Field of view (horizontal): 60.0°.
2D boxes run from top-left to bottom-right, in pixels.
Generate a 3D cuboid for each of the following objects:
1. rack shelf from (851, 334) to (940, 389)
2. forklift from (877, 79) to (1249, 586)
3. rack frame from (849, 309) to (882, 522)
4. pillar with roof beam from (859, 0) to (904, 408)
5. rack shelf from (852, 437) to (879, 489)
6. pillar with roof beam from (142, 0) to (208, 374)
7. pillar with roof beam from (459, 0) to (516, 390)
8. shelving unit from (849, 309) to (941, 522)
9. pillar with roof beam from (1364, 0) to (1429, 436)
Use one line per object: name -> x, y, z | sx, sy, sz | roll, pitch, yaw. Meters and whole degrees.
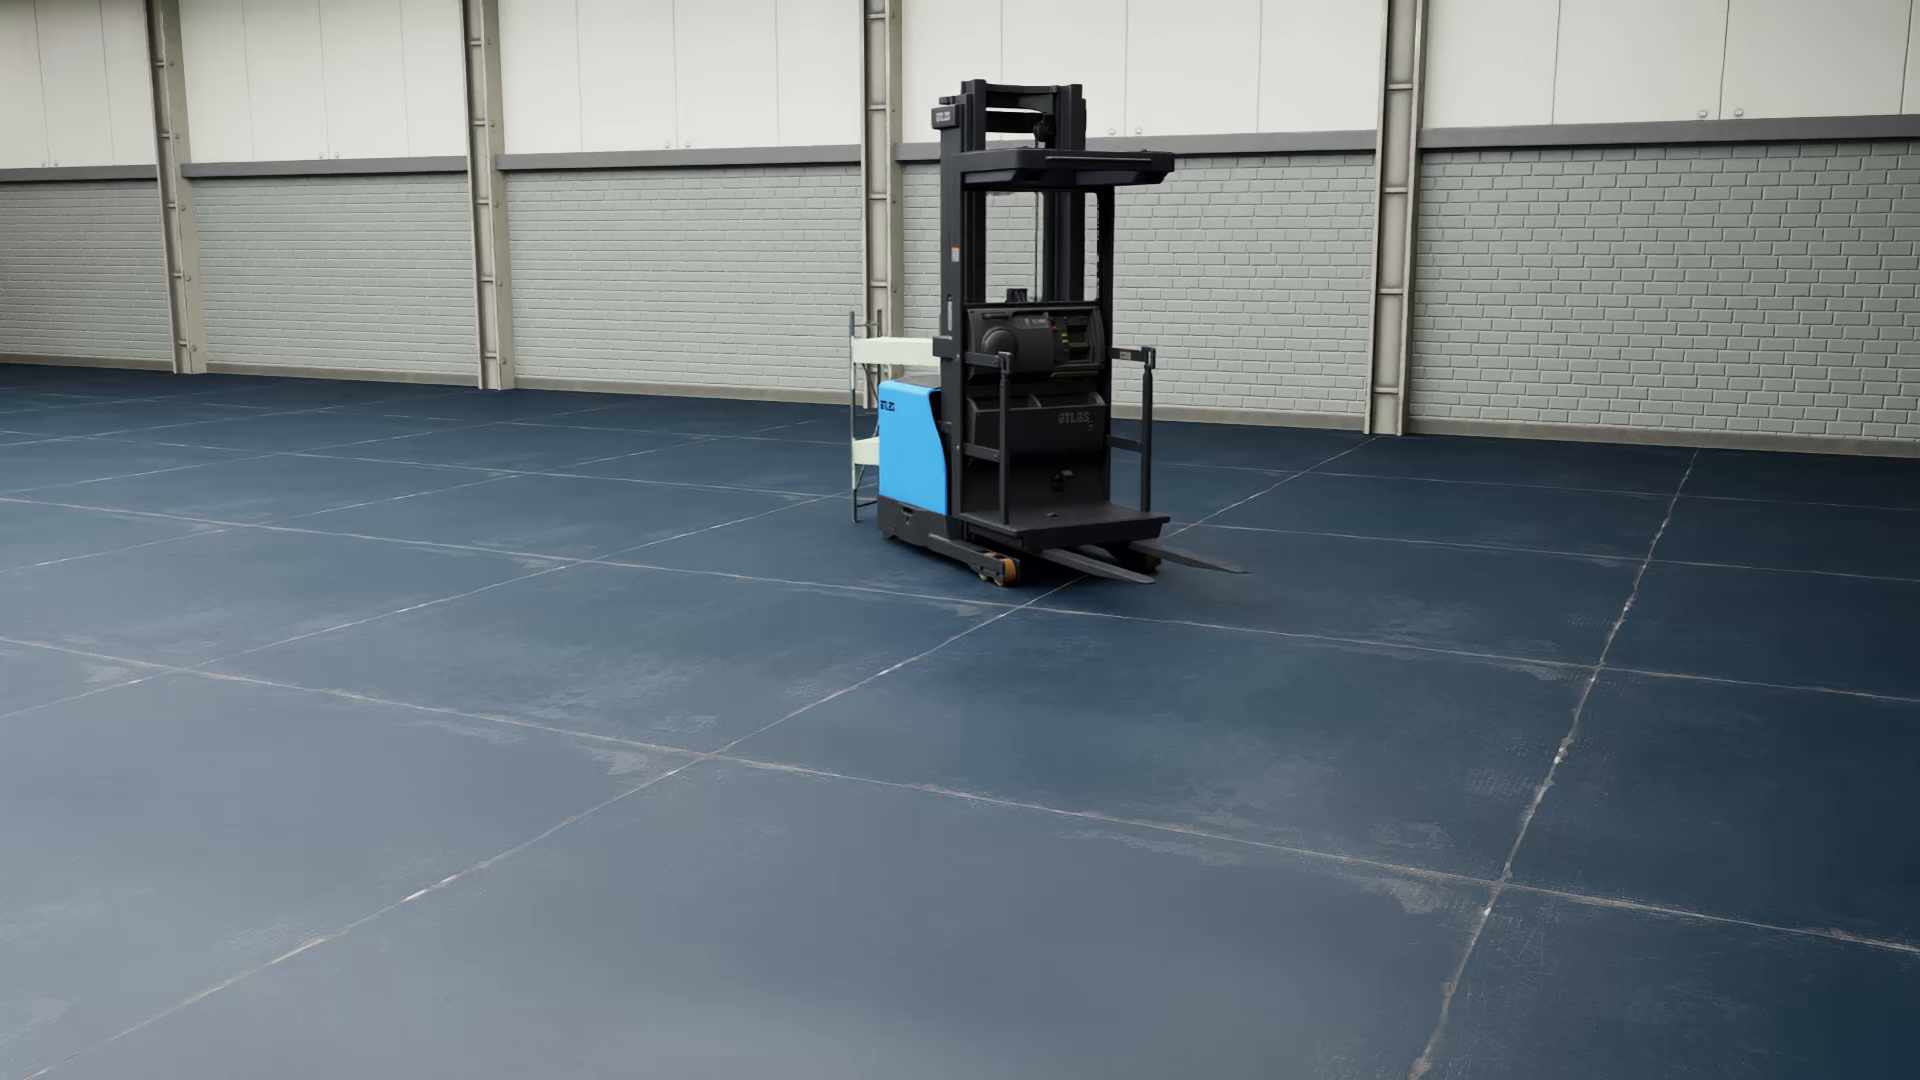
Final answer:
rack shelf -> -0.352, -1.252, 11.743 | 0.720, 0.370, 0.431 | 6, 12, 29
forklift -> 0.572, -1.263, 9.981 | 1.130, 2.935, 3.031 | -5, 12, -27
rack frame -> -0.672, -0.899, 11.989 | 0.023, 1.500, 0.400 | 6, 12, 29
pillar with roof beam -> -2.823, -5.334, 15.434 | 0.400, 9.000, 9.100 | 5, 11, 26
rack shelf -> -0.352, -0.547, 11.871 | 0.720, 0.370, 0.431 | 6, 12, 29
pillar with roof beam -> -13.584, -6.279, 20.659 | 0.400, 9.000, 9.100 | 5, 11, 26
pillar with roof beam -> -8.203, -5.807, 18.046 | 0.400, 9.000, 9.100 | 5, 11, 26
shelving unit -> -0.352, -0.868, 11.813 | 0.755, 1.500, 0.431 | 6, 12, 29
pillar with roof beam -> 2.558, -4.861, 12.821 | 0.400, 9.000, 9.100 | 5, 11, 26
